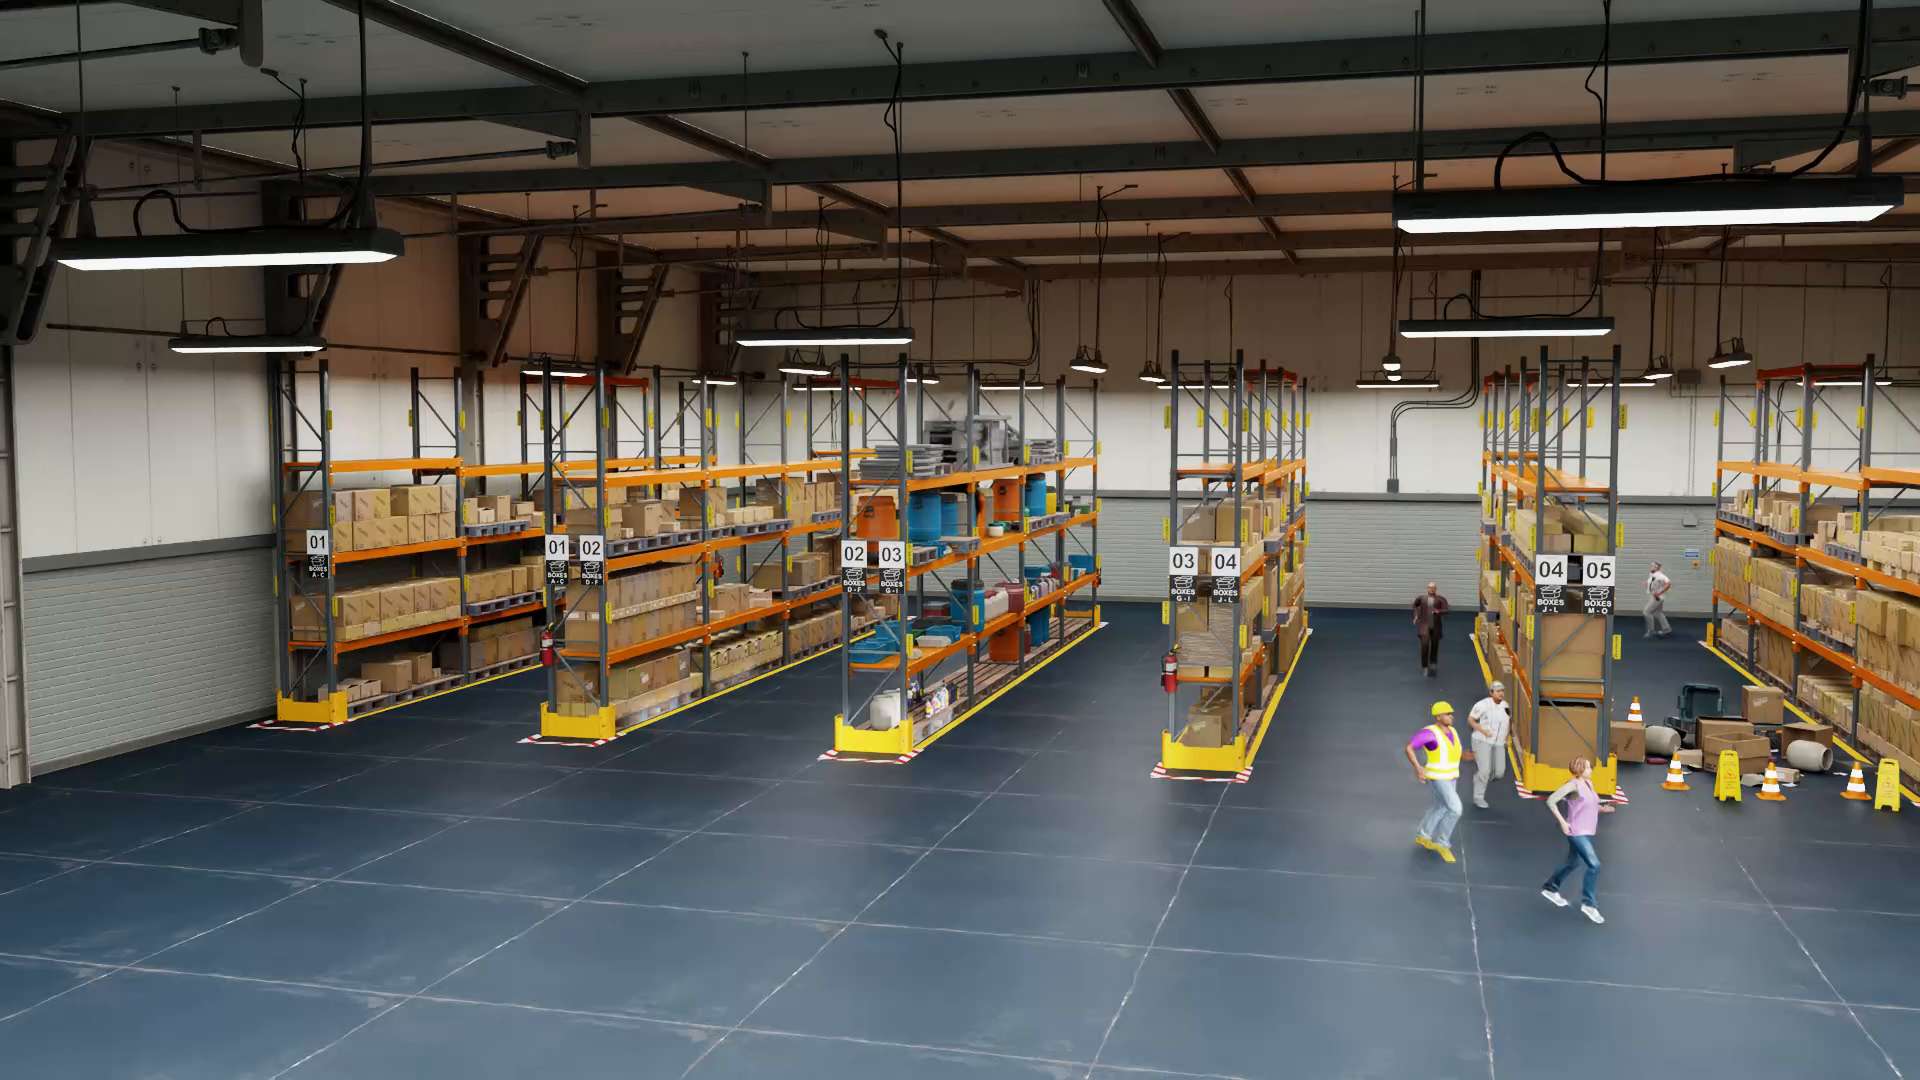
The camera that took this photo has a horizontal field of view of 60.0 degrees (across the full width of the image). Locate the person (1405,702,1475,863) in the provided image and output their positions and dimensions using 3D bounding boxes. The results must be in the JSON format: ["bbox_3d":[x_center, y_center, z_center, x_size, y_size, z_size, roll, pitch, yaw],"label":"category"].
[{"bbox_3d":[5.520,2.758,19.021,0.669,1.821,0.751,-4,6,-43],"label":"person"}]

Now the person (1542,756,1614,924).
[{"bbox_3d":[6.225,2.993,16.768,0.728,1.646,0.507,3,5,40],"label":"person"}]

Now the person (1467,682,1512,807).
[{"bbox_3d":[6.935,2.647,21.727,0.635,1.614,0.600,-1,4,-12],"label":"person"}]

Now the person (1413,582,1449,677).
[{"bbox_3d":[9.284,1.746,32.816,0.680,1.836,0.898,1,4,14],"label":"person"}]

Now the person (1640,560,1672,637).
[{"bbox_3d":[16.054,1.383,38.338,0.762,1.855,0.658,1,4,14],"label":"person"}]
